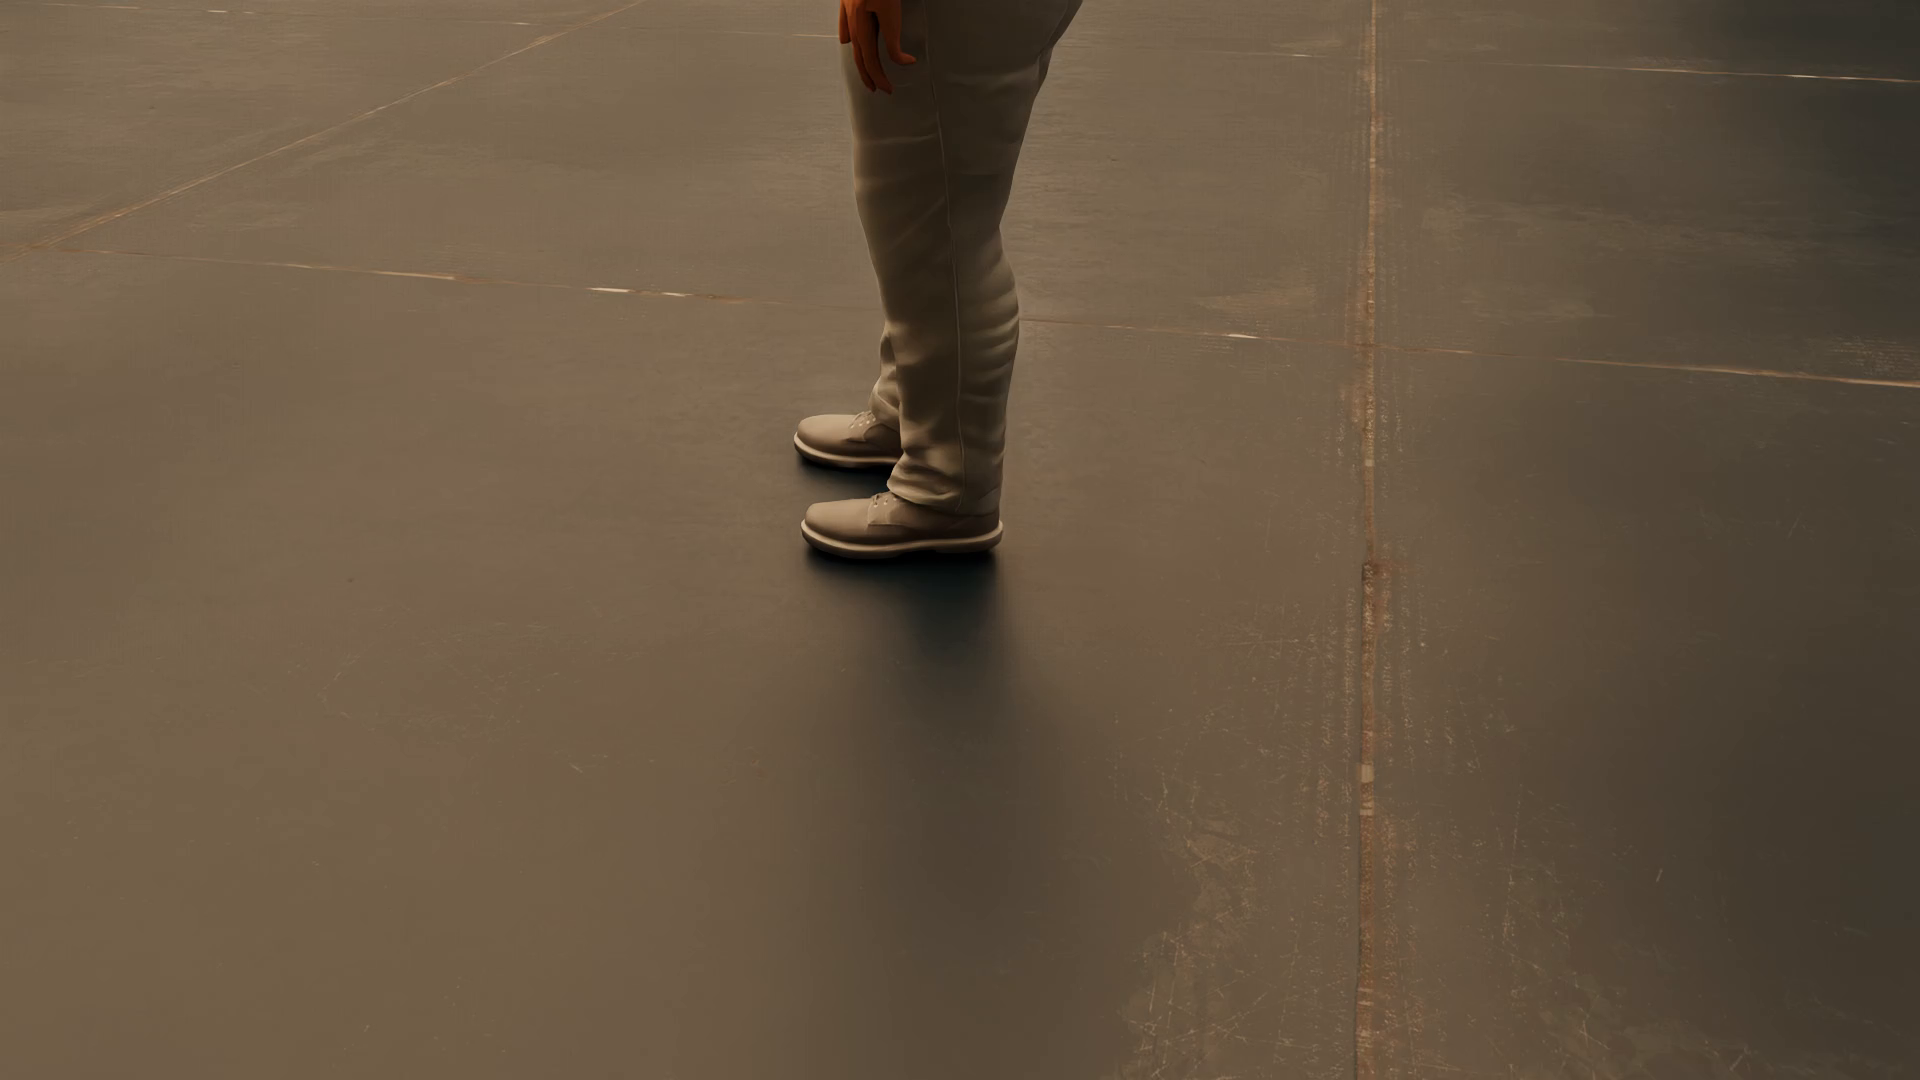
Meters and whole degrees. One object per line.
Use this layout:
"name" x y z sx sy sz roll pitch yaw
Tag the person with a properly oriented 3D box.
"person" -0.070 -0.769 2.156 0.529 1.670 0.598 6 27 11
